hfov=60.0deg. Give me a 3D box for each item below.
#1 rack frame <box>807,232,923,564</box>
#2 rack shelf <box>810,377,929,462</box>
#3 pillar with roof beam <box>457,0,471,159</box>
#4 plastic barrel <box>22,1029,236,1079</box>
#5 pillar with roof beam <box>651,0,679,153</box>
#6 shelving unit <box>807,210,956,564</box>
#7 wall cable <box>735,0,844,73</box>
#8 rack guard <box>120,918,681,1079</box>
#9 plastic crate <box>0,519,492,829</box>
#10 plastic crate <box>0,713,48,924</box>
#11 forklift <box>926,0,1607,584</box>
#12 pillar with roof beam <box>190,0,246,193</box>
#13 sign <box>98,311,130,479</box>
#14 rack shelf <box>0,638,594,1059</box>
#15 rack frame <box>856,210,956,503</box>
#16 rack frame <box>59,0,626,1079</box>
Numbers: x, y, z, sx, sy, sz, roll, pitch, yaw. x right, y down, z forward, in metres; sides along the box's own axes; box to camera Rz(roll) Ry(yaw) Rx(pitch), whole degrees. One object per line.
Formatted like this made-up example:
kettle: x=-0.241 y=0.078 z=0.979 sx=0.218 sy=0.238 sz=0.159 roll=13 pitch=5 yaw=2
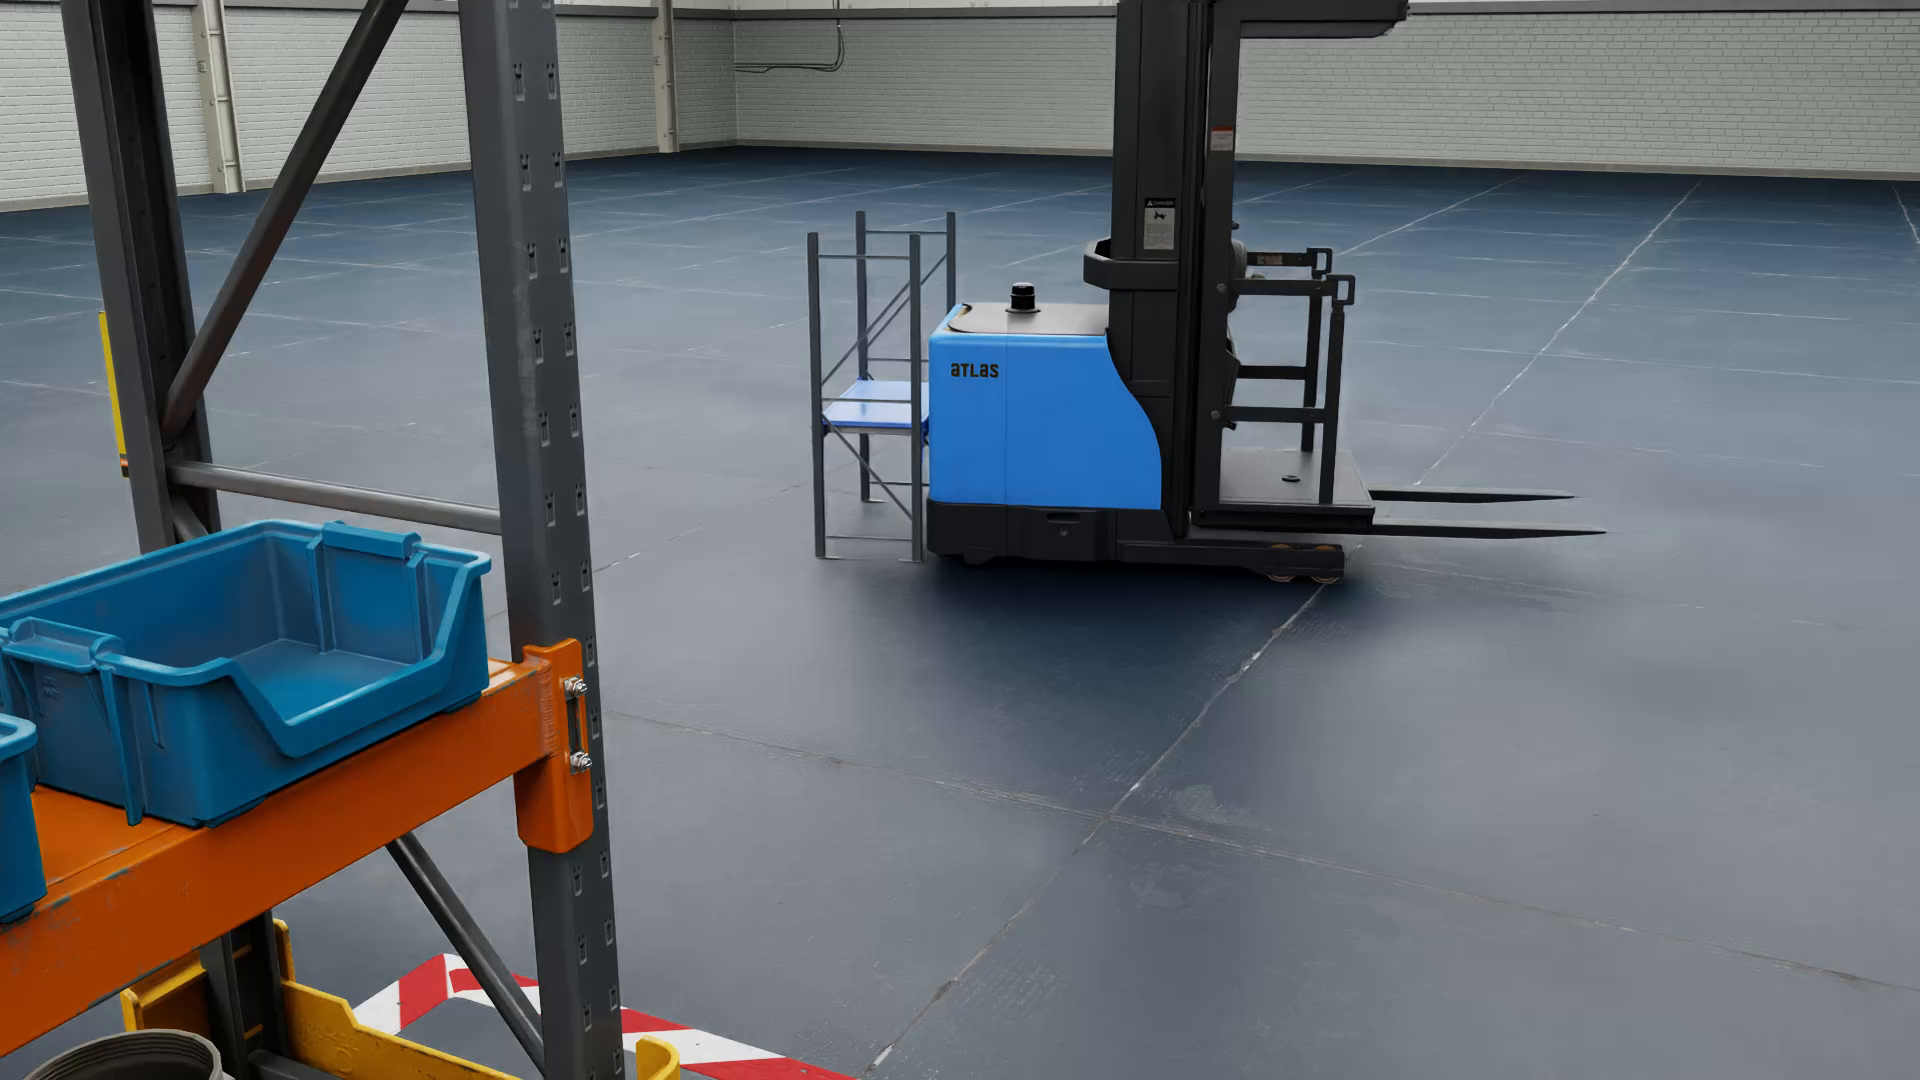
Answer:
rack frame: x=-0.422 y=-0.625 z=7.493 sx=0.500 sy=1.500 sz=0.032 roll=2 pitch=17 yaw=8
rack shelf: x=-0.345 y=-0.595 z=8.026 sx=0.538 sy=0.185 sz=1.000 roll=2 pitch=17 yaw=8
pillar with roof beam: x=-5.383 y=-10.969 z=29.149 sx=9.100 sy=9.000 sz=0.400 roll=8 pitch=18 yaw=25
plastic barrel: x=-1.328 y=1.100 z=2.684 sx=0.421 sy=0.512 sz=0.421 roll=0 pitch=17 yaw=0
pillar with roof beam: x=-2.702 y=-12.497 z=34.295 sx=9.100 sy=9.000 sz=0.400 roll=8 pitch=18 yaw=25
shelving unit: x=-0.345 y=-0.768 z=7.975 sx=0.538 sy=1.500 sz=1.048 roll=2 pitch=17 yaw=8
wall cable: x=-4.054 y=-12.138 z=38.541 sx=3.097 sy=2.526 sz=0.112 roll=8 pitch=18 yaw=25
rack guard: x=-1.094 y=1.155 z=3.258 sx=1.175 sy=0.500 sz=0.348 roll=8 pitch=18 yaw=25
plastic crate: x=-1.058 y=0.168 z=2.451 sx=0.499 sy=0.251 sz=0.616 roll=8 pitch=18 yaw=25
plastic crate: x=-1.353 y=0.333 z=1.896 sx=0.499 sy=0.251 sz=0.408 roll=8 pitch=18 yaw=25
forklift: x=1.401 y=-1.372 z=7.494 sx=3.031 sy=2.935 sz=1.130 roll=2 pitch=17 yaw=6
pillar with roof beam: x=-8.064 y=-9.440 z=24.004 sx=9.100 sy=9.000 sz=0.400 roll=8 pitch=18 yaw=25
sign: x=-1.592 y=-0.272 z=3.187 sx=0.100 sy=0.325 sz=0.005 roll=8 pitch=18 yaw=25
rack shelf: x=-1.996 y=0.786 z=1.374 sx=1.077 sy=0.370 sz=4.000 roll=8 pitch=18 yaw=25
rack frame: x=-0.269 y=-0.911 z=8.457 sx=0.500 sy=1.500 sz=0.032 roll=2 pitch=17 yaw=8
rack frame: x=-1.105 y=-0.069 z=2.988 sx=0.949 sy=2.616 sz=0.053 roll=8 pitch=18 yaw=25
